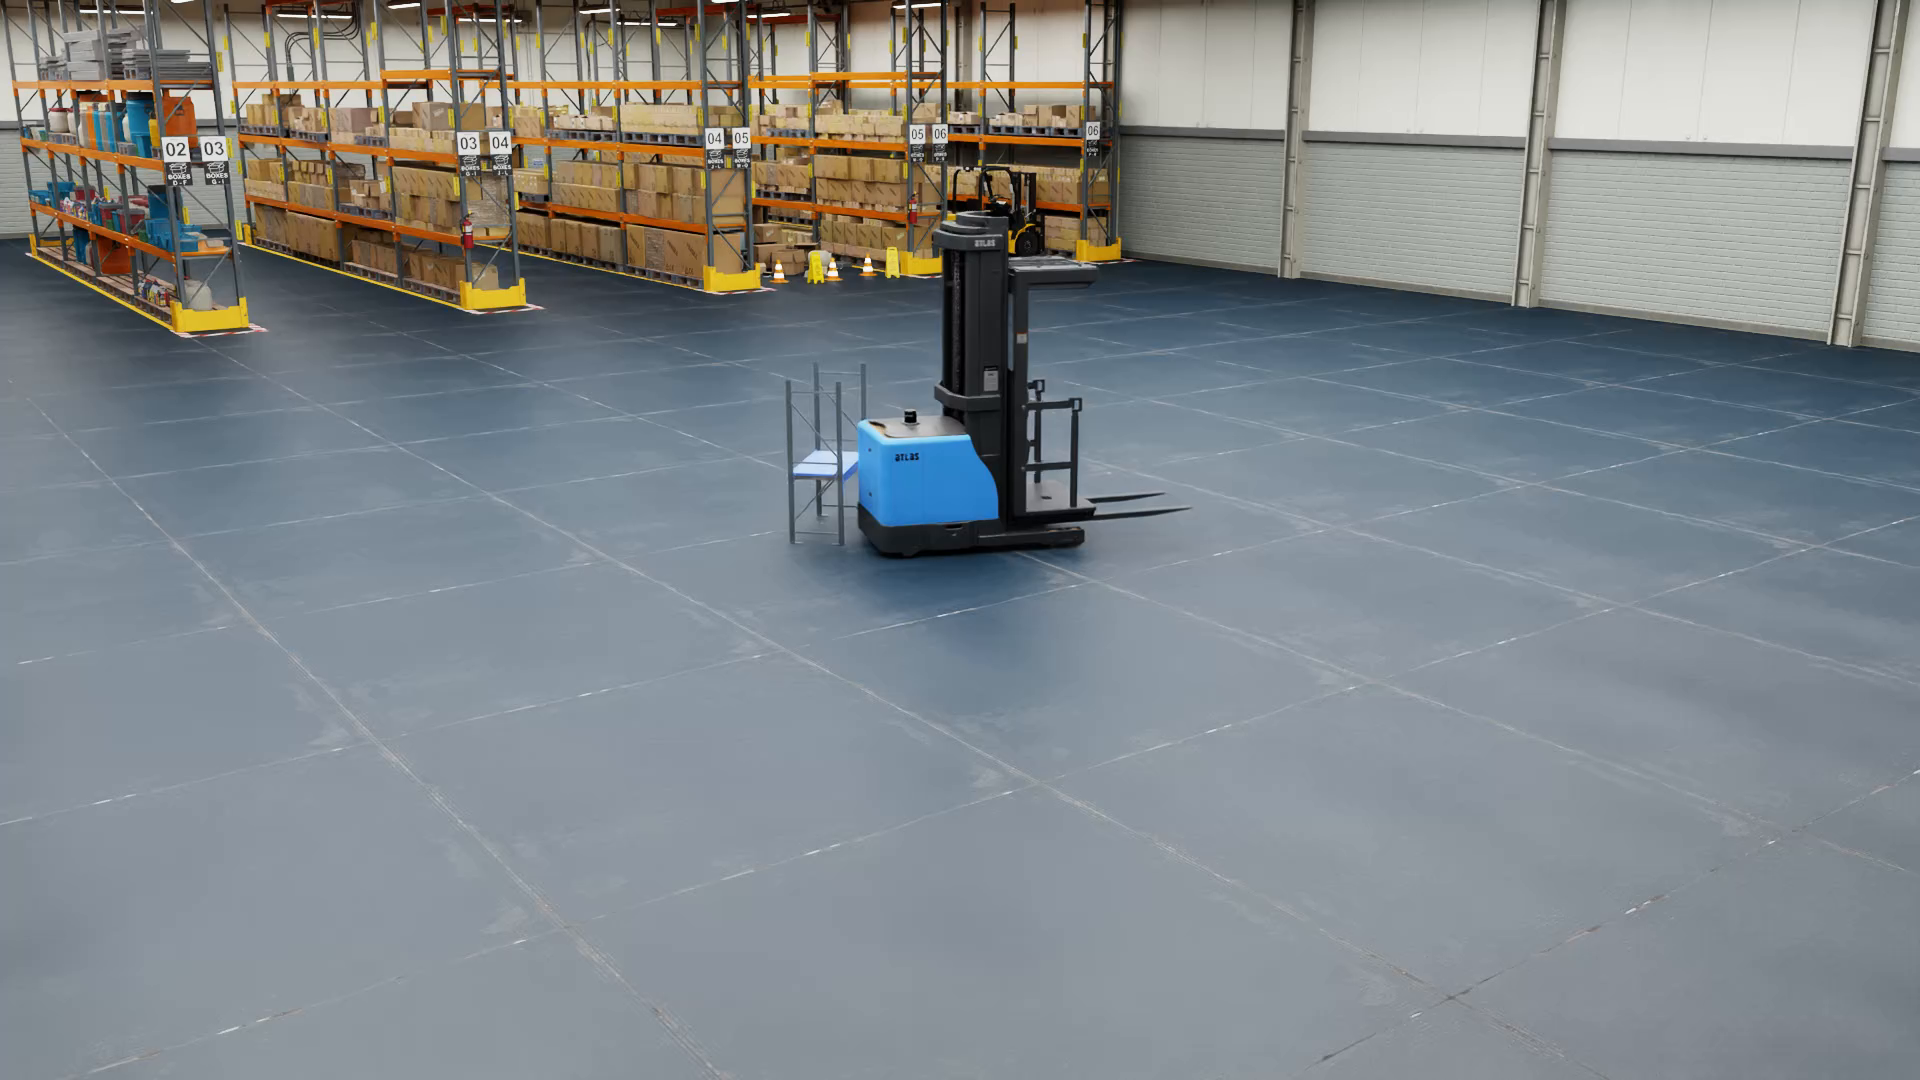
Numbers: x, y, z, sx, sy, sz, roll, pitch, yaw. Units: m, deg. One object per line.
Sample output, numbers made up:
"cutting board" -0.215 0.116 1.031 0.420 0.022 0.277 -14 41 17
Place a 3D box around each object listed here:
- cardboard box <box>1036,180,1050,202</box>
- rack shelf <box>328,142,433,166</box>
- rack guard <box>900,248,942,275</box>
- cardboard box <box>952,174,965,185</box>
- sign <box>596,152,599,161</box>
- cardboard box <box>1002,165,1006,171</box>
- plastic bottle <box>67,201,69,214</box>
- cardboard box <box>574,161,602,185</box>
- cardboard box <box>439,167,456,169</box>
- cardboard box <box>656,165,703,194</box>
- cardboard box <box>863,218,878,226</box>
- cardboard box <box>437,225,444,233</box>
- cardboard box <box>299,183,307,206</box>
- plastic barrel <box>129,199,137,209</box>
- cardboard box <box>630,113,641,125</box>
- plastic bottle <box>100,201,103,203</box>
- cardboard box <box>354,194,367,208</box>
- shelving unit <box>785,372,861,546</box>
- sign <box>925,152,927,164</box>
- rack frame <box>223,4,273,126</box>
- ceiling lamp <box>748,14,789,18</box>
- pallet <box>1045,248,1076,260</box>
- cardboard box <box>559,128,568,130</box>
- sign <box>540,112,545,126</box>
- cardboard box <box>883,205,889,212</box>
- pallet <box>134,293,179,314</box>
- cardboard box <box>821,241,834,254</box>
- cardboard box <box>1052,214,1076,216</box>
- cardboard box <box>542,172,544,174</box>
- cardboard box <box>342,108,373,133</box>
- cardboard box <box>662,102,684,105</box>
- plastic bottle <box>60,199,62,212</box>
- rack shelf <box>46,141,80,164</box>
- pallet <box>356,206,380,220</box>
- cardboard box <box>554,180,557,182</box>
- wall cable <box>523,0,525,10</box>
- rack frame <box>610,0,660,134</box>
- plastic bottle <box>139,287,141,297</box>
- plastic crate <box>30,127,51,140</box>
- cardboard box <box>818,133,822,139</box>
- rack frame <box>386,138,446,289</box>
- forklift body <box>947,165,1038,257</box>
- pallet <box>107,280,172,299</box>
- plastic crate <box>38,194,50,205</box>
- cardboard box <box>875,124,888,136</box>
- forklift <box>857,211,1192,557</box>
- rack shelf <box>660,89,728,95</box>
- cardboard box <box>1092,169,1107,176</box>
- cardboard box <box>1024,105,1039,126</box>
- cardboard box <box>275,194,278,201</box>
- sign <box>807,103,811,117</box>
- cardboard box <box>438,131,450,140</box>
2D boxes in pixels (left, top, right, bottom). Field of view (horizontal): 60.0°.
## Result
"cardboard box" 2.193 -8.474 40.339 0.500 0.500 0.500 -11 19 -36
"rack shelf" -12.263 -8.211 35.250 1.077 0.370 4.000 -11 19 -35
"rack guard" -0.763 -6.179 36.879 1.175 0.500 0.348 -11 19 -35
"cardboard box" 0.138 -9.336 43.017 0.500 0.250 0.500 -11 19 -36
"sign" -10.579 -11.156 48.538 0.100 0.325 0.005 -11 19 -35
"cardboard box" 1.274 -9.289 41.527 0.380 0.149 0.250 -11 19 -36
"plastic bottle" -19.404 -7.233 36.217 0.061 0.283 0.133 -11 19 -35
"cardboard box" -8.509 -8.503 38.551 0.700 0.500 0.500 -11 19 -35
"cardboard box" -10.011 -7.091 32.831 0.500 0.500 0.500 -11 19 -35
"cardboard box" -5.884 -7.594 34.983 0.875 0.550 0.500 -11 19 -35
"cardboard box" -1.970 -7.229 37.743 0.380 0.149 0.250 -10 18 -32
"cardboard box" -9.817 -6.002 31.974 0.380 0.149 0.250 -11 19 -35
"cardboard box" -15.132 -8.090 38.936 0.500 0.500 0.500 -11 19 -36
"plastic barrel" -16.420 -6.547 33.277 0.421 0.512 0.421 0 15 0
"cardboard box" -6.656 -8.946 35.307 0.500 0.250 0.500 -11 19 -35
"plastic bottle" -18.803 -7.290 36.447 0.097 0.271 0.097 0 15 0
"cardboard box" -12.639 -7.275 35.637 0.500 0.250 0.500 -12 19 -36
"shelving unit" -1.219 -0.816 15.391 0.500 1.500 1.039 2 15 9
"sign" -0.963 -10.493 45.714 0.100 0.325 0.005 -11 19 -35
"rack frame" -18.142 -12.140 42.561 1.000 3.000 0.127 -11 19 -35
"ceiling lamp" -5.251 -14.336 45.479 0.237 0.041 1.941 -11 19 -35
"pallet" 2.811 -6.952 40.249 1.003 0.211 1.213 -11 19 -35
"cardboard box" -9.488 -9.945 40.032 0.500 0.500 0.500 -11 19 -35
"sign" -9.807 -9.899 39.075 0.100 0.325 0.005 -11 19 -35
"cardboard box" -1.484 -7.389 37.040 0.380 0.149 0.250 -11 19 -35
"pallet" -14.732 -4.421 31.002 1.003 0.211 1.213 -11 19 -35
"cardboard box" -2.942 -6.931 39.304 0.500 0.250 0.500 -12 19 -37
"cardboard box" 2.583 -7.845 40.749 0.500 0.250 0.500 -11 19 -35
"cardboard box" -10.099 -9.008 41.034 0.380 0.149 0.250 -10 18 -32
"cardboard box" -12.774 -8.919 35.337 0.500 0.500 0.500 -12 19 -36
"cardboard box" -7.950 -11.835 45.952 0.500 0.500 0.500 -10 18 -34
"plastic bottle" -19.926 -7.423 36.910 0.061 0.283 0.133 -11 19 -35
"rack shelf" -18.621 -8.297 35.561 1.077 0.370 4.000 -11 19 -35
"pallet" -12.241 -7.030 35.615 1.003 0.211 1.213 -11 19 -35
"cardboard box" -9.650 -8.704 40.485 0.380 0.149 0.250 -10 18 -32
"wall cable" -14.545 -17.869 50.991 2.355 3.000 0.029 -11 19 -35
"rack frame" -7.015 -10.326 35.932 1.000 3.000 0.127 -11 19 -35
"plastic bottle" -15.200 -4.620 30.916 0.097 0.201 0.097 0 15 0
"plastic crate" -21.095 -9.346 38.259 0.437 0.282 0.530 -11 19 -35
"cardboard box" -3.086 -9.442 38.861 0.380 0.149 0.250 -11 19 -35
"rack frame" -11.087 -6.684 33.990 1.000 3.000 0.127 -11 19 -35
"forklift body" 0.704 -7.852 39.864 2.313 2.155 1.214 -11 19 -35
"pallet" -16.308 -4.993 33.093 1.003 0.211 1.213 -11 19 -35
"plastic crate" -21.319 -7.977 38.917 0.416 0.233 0.300 -11 19 -35
"cardboard box" -1.521 -9.063 36.721 0.500 0.250 0.500 -11 19 -35
"forklift" 0.626 -1.471 15.071 3.031 2.935 1.130 -5 16 -16
"rack shelf" -6.598 -11.857 43.647 1.077 0.370 4.000 -11 19 -35
"cardboard box" 3.270 -8.749 39.553 0.380 0.149 0.250 -11 19 -36
"cardboard box" 2.002 -10.309 40.370 0.797 0.503 0.637 -10 18 -33
"cardboard box" -16.537 -8.395 40.718 0.380 0.149 0.250 -11 19 -35
"sign" -3.517 -10.022 38.777 0.100 0.325 0.005 -11 19 -35
"cardboard box" -9.458 -7.523 30.901 0.380 0.149 0.250 -12 19 -37
